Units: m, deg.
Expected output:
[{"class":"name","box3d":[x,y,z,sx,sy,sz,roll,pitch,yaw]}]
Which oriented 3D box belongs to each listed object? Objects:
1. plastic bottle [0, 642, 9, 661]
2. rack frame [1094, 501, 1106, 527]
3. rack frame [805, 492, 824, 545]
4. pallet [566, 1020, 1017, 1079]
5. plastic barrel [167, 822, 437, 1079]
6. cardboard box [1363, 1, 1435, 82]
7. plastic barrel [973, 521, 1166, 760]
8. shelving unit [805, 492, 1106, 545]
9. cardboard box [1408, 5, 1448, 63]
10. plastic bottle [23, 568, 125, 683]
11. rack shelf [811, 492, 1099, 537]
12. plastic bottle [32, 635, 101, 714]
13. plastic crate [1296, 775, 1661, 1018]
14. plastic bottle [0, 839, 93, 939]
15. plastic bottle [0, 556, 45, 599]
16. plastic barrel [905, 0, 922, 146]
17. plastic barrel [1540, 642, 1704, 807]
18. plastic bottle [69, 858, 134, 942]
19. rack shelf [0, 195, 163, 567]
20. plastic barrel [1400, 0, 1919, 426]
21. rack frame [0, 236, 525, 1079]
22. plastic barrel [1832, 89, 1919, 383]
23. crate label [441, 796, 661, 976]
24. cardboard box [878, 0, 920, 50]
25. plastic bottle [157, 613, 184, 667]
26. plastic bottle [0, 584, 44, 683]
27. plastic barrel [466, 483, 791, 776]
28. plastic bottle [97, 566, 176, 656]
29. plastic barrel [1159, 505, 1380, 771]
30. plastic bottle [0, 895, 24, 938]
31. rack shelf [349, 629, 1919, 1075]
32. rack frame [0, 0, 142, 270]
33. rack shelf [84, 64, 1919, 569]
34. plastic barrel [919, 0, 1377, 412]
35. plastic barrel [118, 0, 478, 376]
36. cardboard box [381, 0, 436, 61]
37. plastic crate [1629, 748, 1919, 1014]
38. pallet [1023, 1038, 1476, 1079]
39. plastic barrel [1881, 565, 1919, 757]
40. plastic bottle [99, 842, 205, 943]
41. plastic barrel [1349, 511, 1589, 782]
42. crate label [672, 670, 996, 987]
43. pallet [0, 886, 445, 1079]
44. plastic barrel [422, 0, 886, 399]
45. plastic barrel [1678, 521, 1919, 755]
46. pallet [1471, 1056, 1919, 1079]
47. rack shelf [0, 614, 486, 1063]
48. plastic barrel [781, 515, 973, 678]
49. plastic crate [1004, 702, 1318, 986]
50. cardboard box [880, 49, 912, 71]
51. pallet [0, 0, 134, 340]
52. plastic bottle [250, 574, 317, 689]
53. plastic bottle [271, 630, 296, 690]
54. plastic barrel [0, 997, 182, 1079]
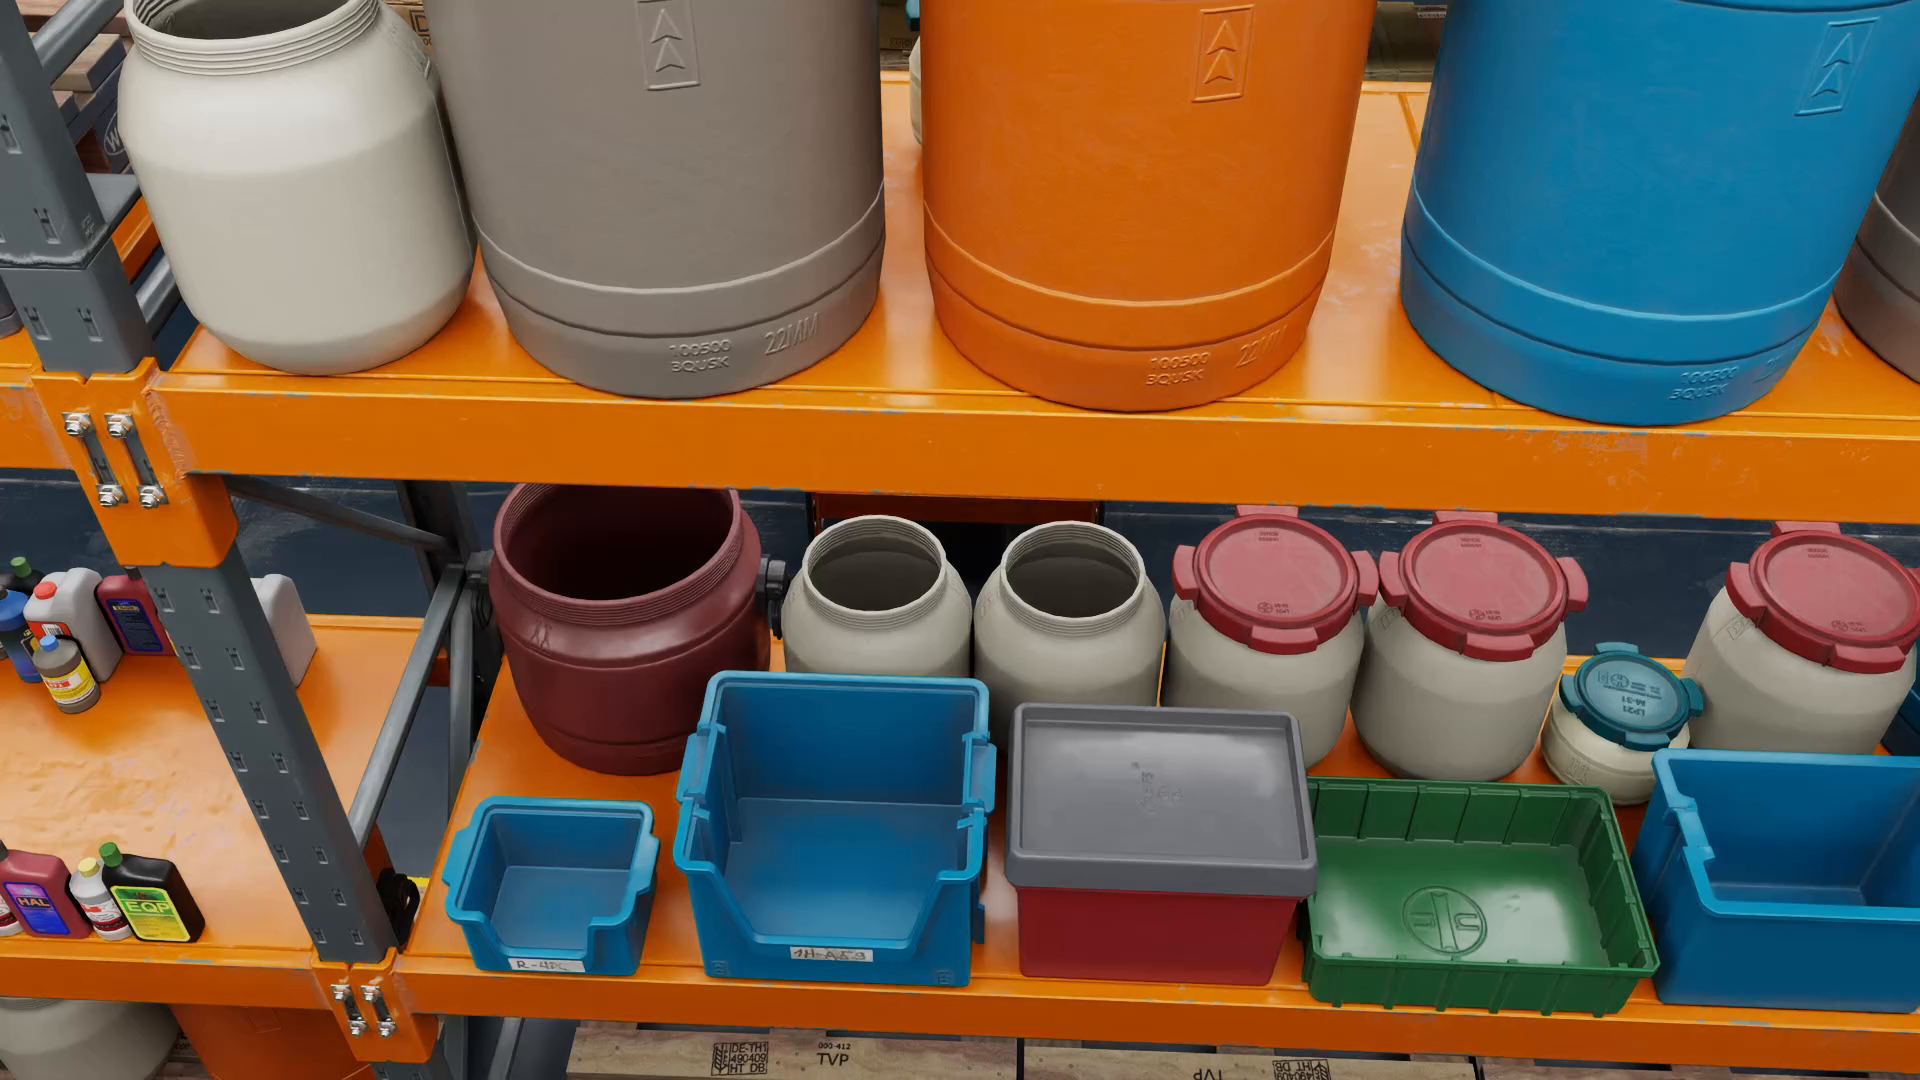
[{"class":"plastic bottle","box3d":[-2.347,0.191,3.990,0.097,0.201,0.097,0,43,0]},{"class":"rack frame","box3d":[0.501,-0.396,5.850,0.032,1.125,0.500,2,43,2]},{"class":"rack frame","box3d":[-0.515,-0.427,5.884,0.032,1.125,0.500,2,43,2]},{"class":"pallet","box3d":[-0.447,1.462,4.525,1.213,0.211,1.003,2,43,2]},{"class":"plastic barrel","box3d":[-1.709,1.029,4.229,0.708,0.830,0.600,2,43,2]},{"class":"cardboard box","box3d":[1.912,-2.165,7.885,0.500,0.500,0.700,2,43,2]},{"class":"plastic barrel","box3d":[0.239,0.250,3.699,0.421,0.512,0.421,0,43,0]},{"class":"shelving unit","box3d":[-0.007,-0.412,5.867,1.048,1.125,0.538,2,43,2]},{"class":"cardboard box","box3d":[2.387,-2.138,7.855,0.500,0.500,0.700,-1,43,-1]},{"class":"plastic bottle","box3d":[-2.099,0.190,3.937,0.135,0.276,0.152,2,43,2]},{"class":"rack shelf","box3d":[-0.007,-0.233,6.033,1.000,0.278,0.538,2,43,2]},{"class":"plastic bottle","box3d":[-2.086,0.303,3.870,0.097,0.201,0.097,0,43,0]},{"class":"plastic crate","box3d":[1.024,0.731,3.420,0.662,0.188,0.450,2,43,2]},{"class":"plastic bottle","box3d":[-1.873,0.706,3.378,0.133,0.283,0.061,2,43,2]},{"class":"plastic bottle","box3d":[-2.231,0.152,3.972,0.133,0.283,0.061,2,43,2]},{"class":"plastic barrel","box3d":[0.062,-0.775,2.782,0.301,0.262,0.301,0,43,0]},{"class":"plastic barrel","box3d":[1.461,0.420,3.700,0.301,0.262,0.301,0,43,0]},{"class":"plastic bottle","box3d":[-1.757,0.727,3.415,0.097,0.201,0.097,0,43,0]},{"class":"rack shelf","box3d":[-3.217,-0.504,2.917,4.000,0.370,1.077,2,43,2]},{"class":"plastic barrel","box3d":[0.952,-0.674,2.205,0.708,0.901,0.600,2,43,2]},{"class":"rack frame","box3d":[-1.219,0.392,3.629,0.127,3.000,1.000,2,43,2]},{"class":"plastic barrel","box3d":[1.605,-0.654,2.183,0.600,0.901,0.600,0,43,0]},{"class":"crate label","box3d":[-0.815,0.721,3.398,0.416,0.233,0.303,2,43,2]},{"class":"cardboard box","box3d":[-0.326,-2.501,7.695,0.500,0.250,0.500,3,43,4]},{"class":"plastic bottle","box3d":[-1.849,0.206,3.974,0.097,0.201,0.097,0,43,0]},{"class":"plastic bottle","box3d":[-2.217,0.211,3.918,0.097,0.271,0.097,0,43,0]},{"class":"plastic barrel","box3d":[-0.742,0.150,3.788,0.708,0.536,0.600,2,43,2]},{"class":"plastic bottle","box3d":[-1.963,0.160,3.963,0.133,0.283,0.061,2,43,2]},{"class":"plastic barrel","box3d":[0.666,0.250,3.681,0.433,0.535,0.433,0,43,0]},{"class":"plastic bottle","box3d":[-1.988,0.720,3.423,0.097,0.201,0.097,0,43,0]},{"class":"rack shelf","box3d":[0.779,0.717,3.808,4.000,0.370,1.077,2,43,2]},{"class":"rack frame","box3d":[-1.219,-1.803,1.584,0.127,3.000,1.000,2,43,2]},{"class":"rack shelf","box3d":[0.779,-0.381,2.786,4.000,0.370,1.077,2,43,2]},{"class":"plastic barrel","box3d":[0.245,-0.670,2.253,0.708,0.830,0.600,2,43,2]},{"class":"plastic barrel","box3d":[-0.923,-0.528,2.334,0.421,0.512,0.421,0,43,0]},{"class":"cardboard box","box3d":[-2.575,-2.425,7.903,0.875,0.875,1.225,2,43,2]},{"class":"plastic crate","box3d":[1.661,0.699,3.311,0.575,0.384,0.392,2,43,2]},{"class":"pallet","box3d":[0.768,1.502,4.483,1.213,0.211,1.003,2,43,2]},{"class":"plastic barrel","box3d":[2.404,0.113,3.560,0.708,0.901,0.600,2,43,2]},{"class":"plastic bottle","box3d":[-1.643,0.713,3.370,0.133,0.283,0.061,2,43,2]},{"class":"plastic barrel","box3d":[1.098,0.264,3.667,0.433,0.535,0.433,0,43,0]},{"class":"crate label","box3d":[-0.239,0.594,3.386,0.616,0.435,0.502,2,43,2]},{"class":"pallet","box3d":[-2.009,1.416,4.575,1.213,0.211,1.003,2,43,2]},{"class":"plastic barrel","box3d":[-0.409,-0.716,2.250,0.600,0.901,0.600,0,43,0]},{"class":"plastic barrel","box3d":[1.831,0.286,3.642,0.433,0.535,0.433,0,43,0]},{"class":"pallet","box3d":[1.990,1.537,4.445,1.213,0.211,1.003,2,43,2]},{"class":"rack shelf","box3d":[-3.217,0.594,3.940,4.000,0.370,1.077,2,43,2]},{"class":"plastic barrel","box3d":[-0.182,0.237,3.713,0.421,0.512,0.421,0,43,0]},{"class":"plastic crate","box3d":[0.381,0.626,3.330,0.583,0.464,0.402,2,43,2]},{"class":"cardboard box","box3d":[-0.326,-2.220,7.944,0.500,0.500,0.700,0,43,0]},{"class":"pallet","box3d":[-1.979,-0.727,2.767,1.213,0.211,1.003,2,43,2]},{"class":"plastic bottle","box3d":[-1.637,0.204,3.922,0.135,0.276,0.152,2,43,2]},{"class":"plastic bottle","box3d":[-1.644,0.307,3.810,0.135,0.276,0.152,2,43,2]},{"class":"plastic barrel","box3d":[-2.277,1.189,4.291,0.421,0.512,0.421,0,43,0]}]
